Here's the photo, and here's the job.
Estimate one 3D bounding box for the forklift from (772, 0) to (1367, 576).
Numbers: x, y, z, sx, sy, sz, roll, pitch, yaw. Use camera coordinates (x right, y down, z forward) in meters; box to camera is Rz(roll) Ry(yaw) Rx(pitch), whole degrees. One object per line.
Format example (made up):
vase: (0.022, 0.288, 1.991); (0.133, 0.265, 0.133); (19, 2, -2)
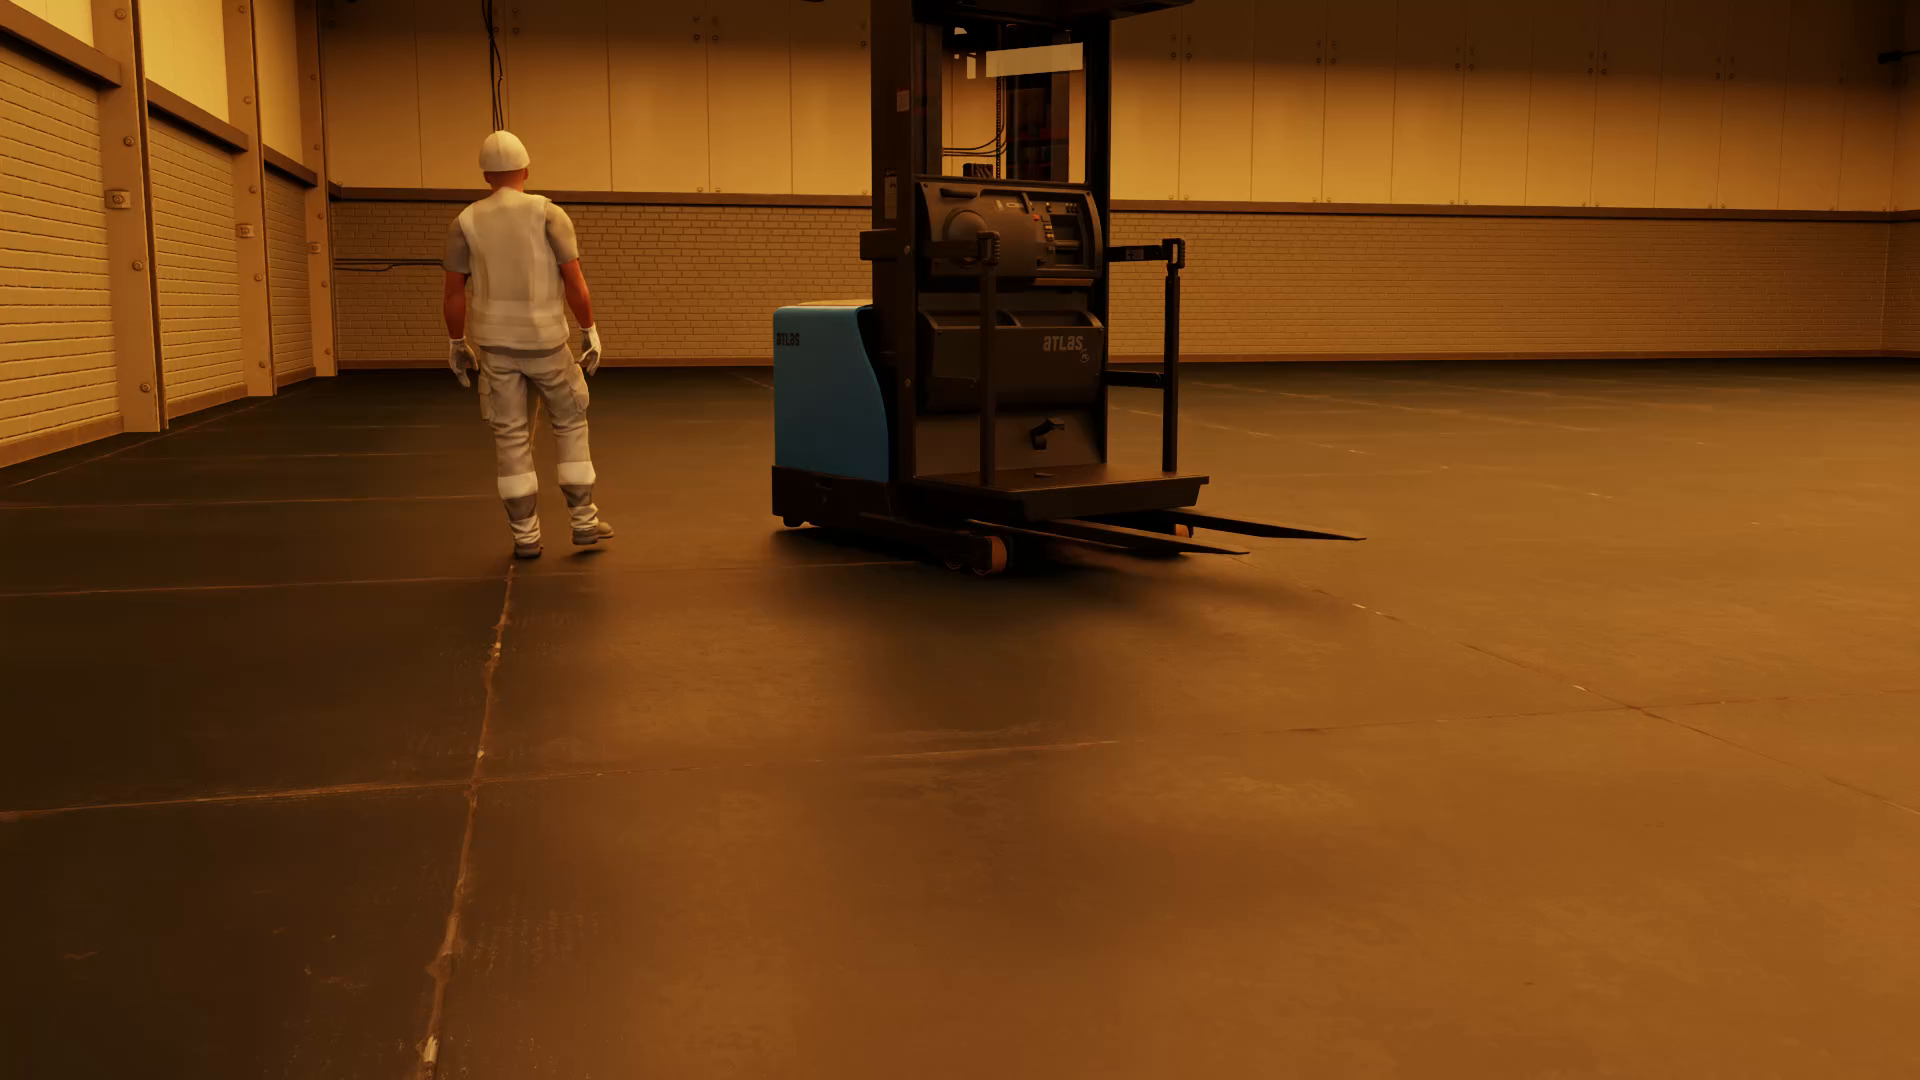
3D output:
forklift: (0.355, -1.383, 7.015); (1.130, 2.935, 3.031); (-6, 10, -35)

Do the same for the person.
person: (-1.856, -0.831, 7.140); (0.638, 1.787, 0.560); (0, 8, -3)
